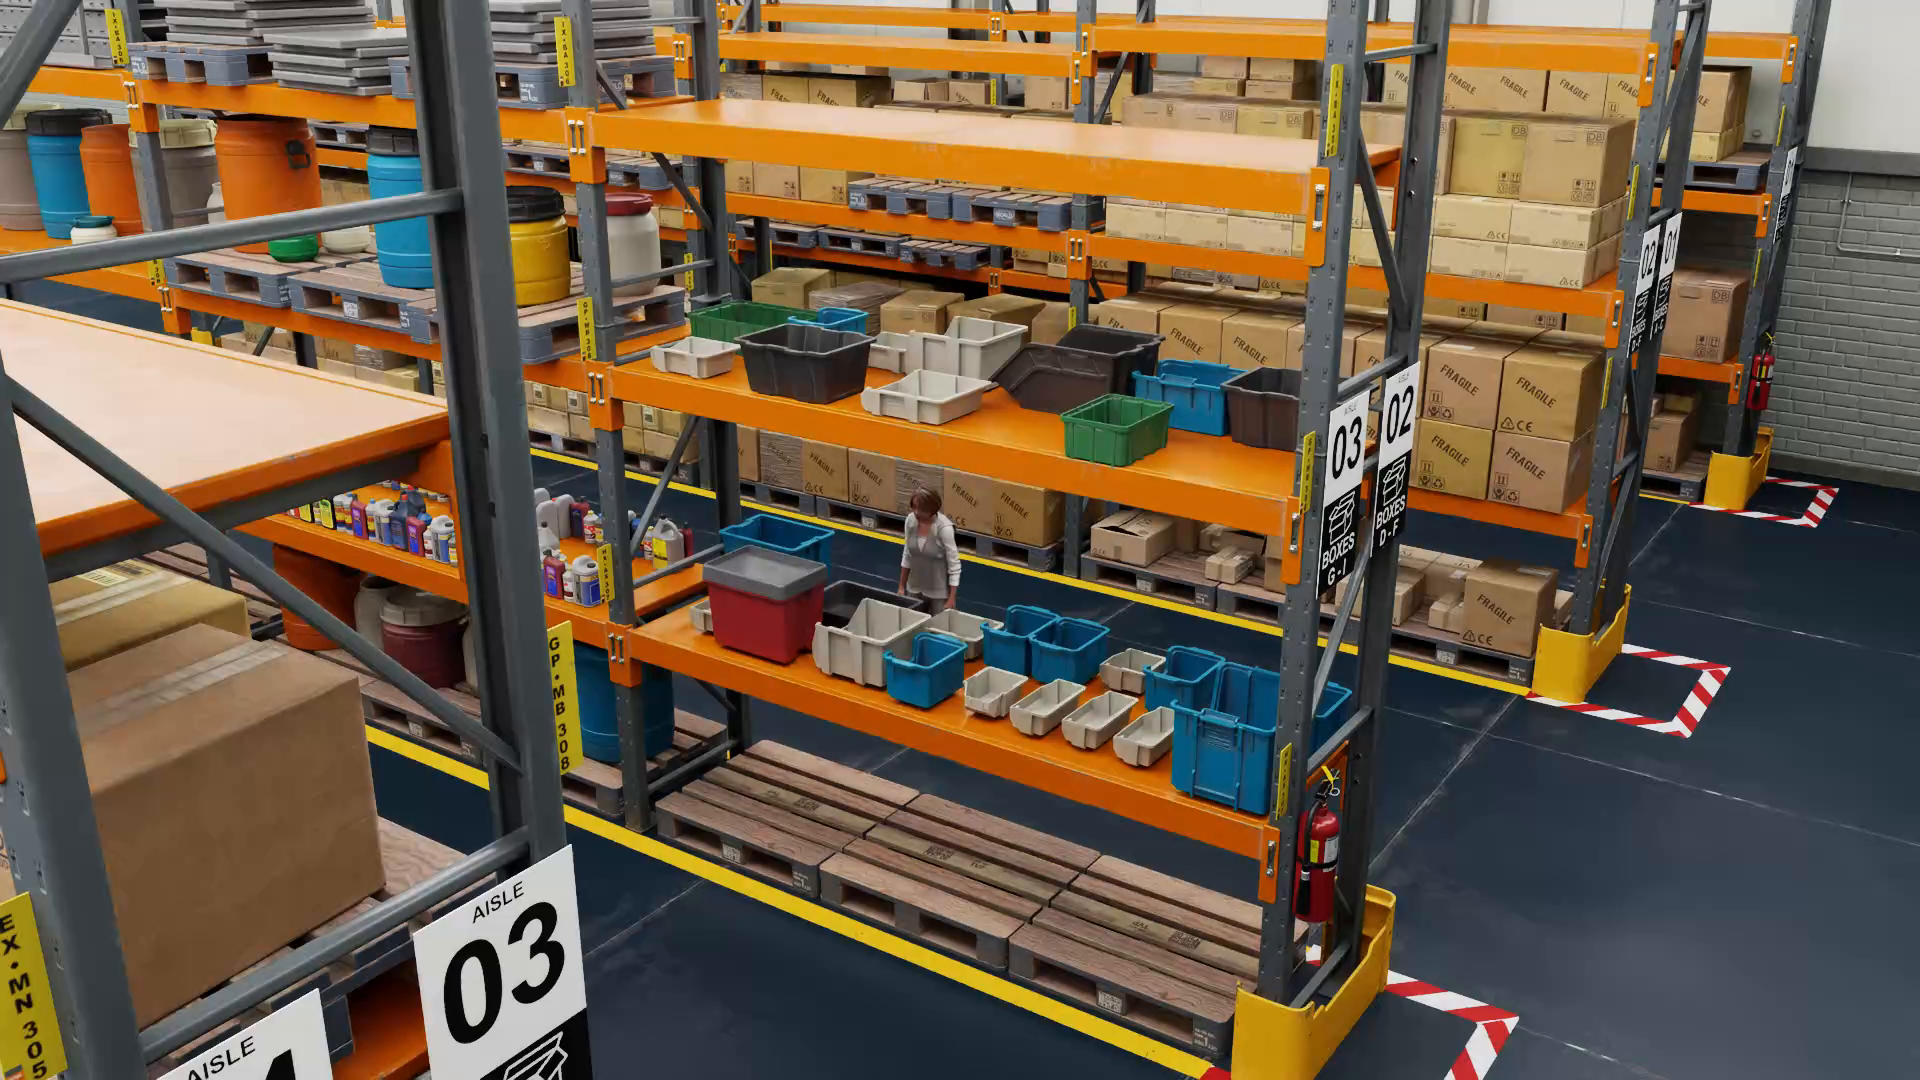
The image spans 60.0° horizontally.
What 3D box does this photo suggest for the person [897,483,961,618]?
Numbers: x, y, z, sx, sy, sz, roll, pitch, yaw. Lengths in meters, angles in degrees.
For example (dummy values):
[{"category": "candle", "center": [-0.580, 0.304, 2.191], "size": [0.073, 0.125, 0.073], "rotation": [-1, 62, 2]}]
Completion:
[{"category": "person", "center": [-0.203, 0.370, 11.079], "size": [0.462, 1.593, 0.343], "rotation": [13, 24, 32]}]
